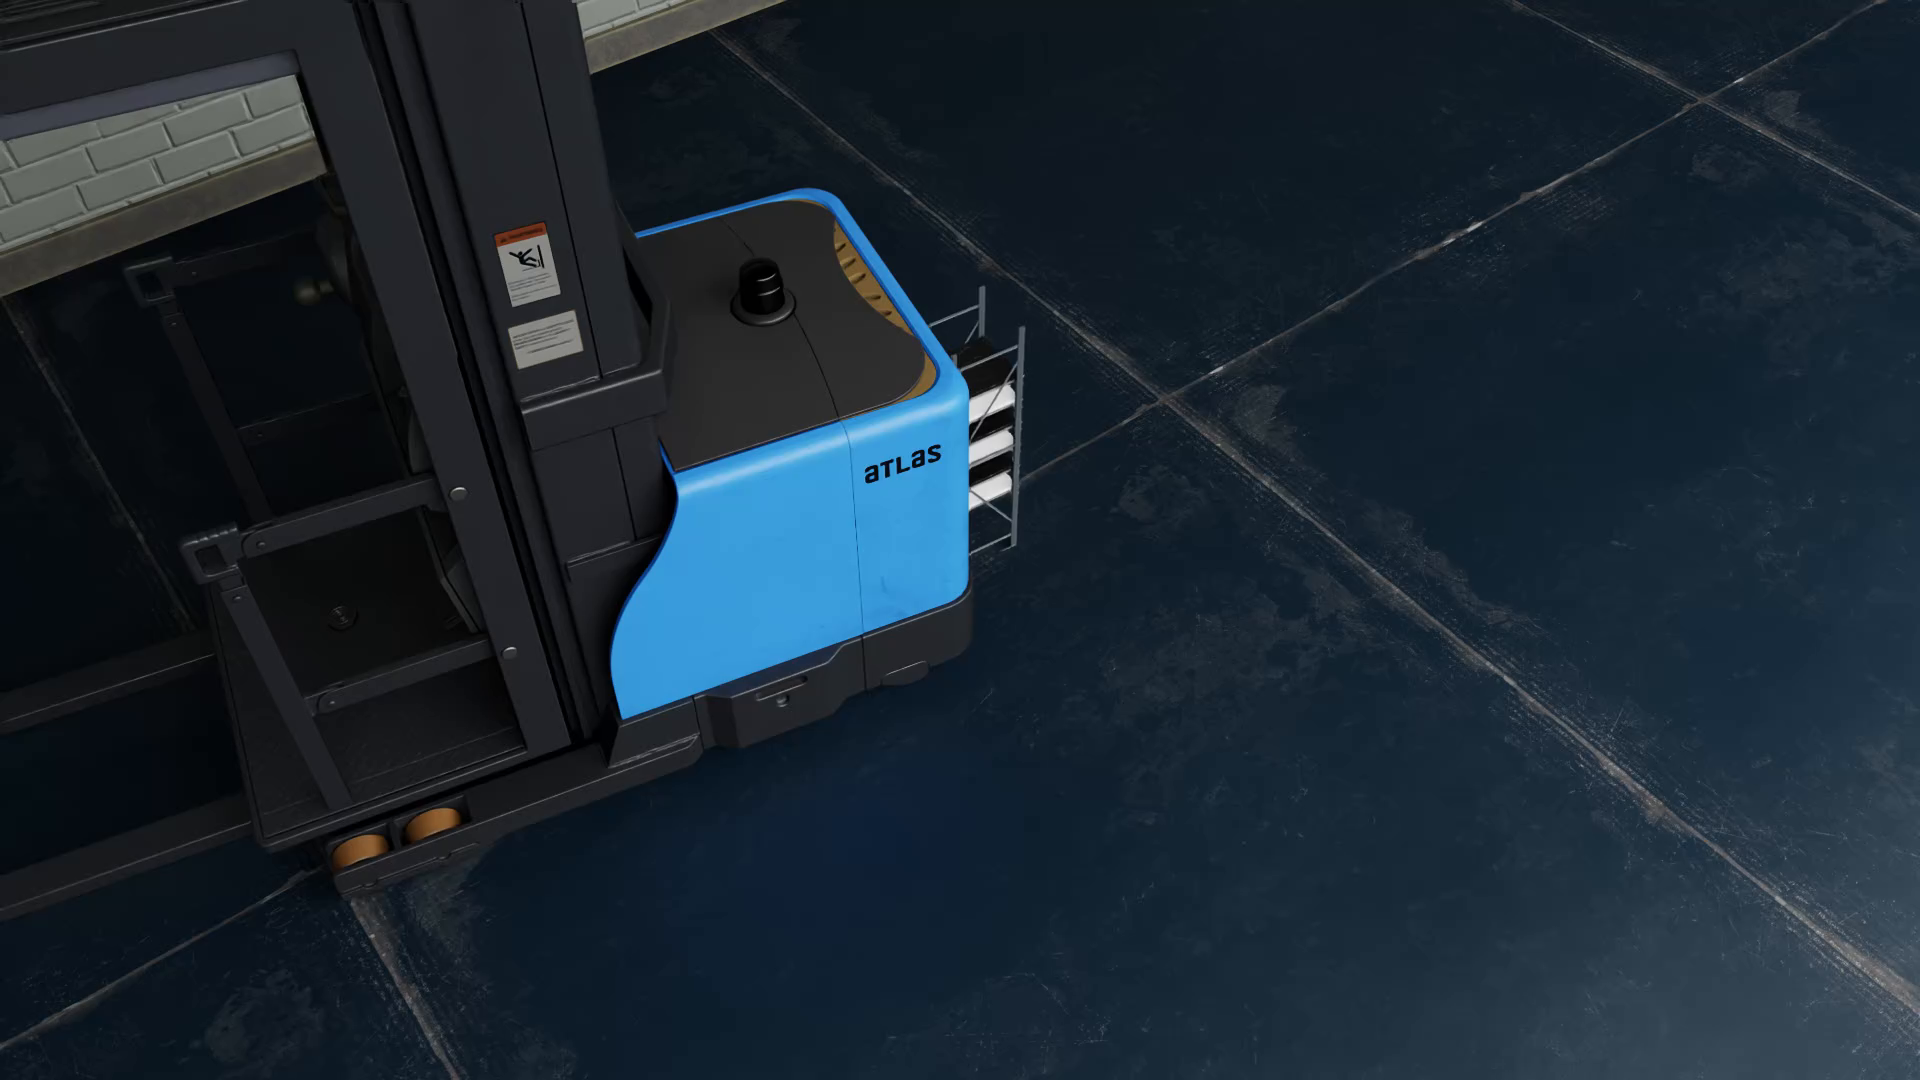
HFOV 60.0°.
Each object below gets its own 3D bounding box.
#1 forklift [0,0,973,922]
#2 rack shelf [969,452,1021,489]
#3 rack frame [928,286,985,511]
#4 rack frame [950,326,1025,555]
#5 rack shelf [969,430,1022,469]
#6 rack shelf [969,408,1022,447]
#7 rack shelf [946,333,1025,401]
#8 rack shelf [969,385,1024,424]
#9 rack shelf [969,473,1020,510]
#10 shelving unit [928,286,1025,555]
[{"bbox_3d":[-1.521,-0.500,3.725,3.031,2.935,1.130,-19,51,-17],"label":"forklift"},{"bbox_3d":[0.021,-0.220,5.008,0.258,0.077,0.200,-25,53,-21],"label":"rack shelf"},{"bbox_3d":[-0.033,-0.367,4.974,0.240,0.900,0.006,-25,53,-21],"label":"rack frame"},{"bbox_3d":[0.075,-0.239,4.859,0.240,0.900,0.006,-25,53,-21],"label":"rack frame"},{"bbox_3d":[0.021,-0.281,4.942,0.258,0.077,0.200,-25,53,-21],"label":"rack shelf"},{"bbox_3d":[0.021,-0.341,4.875,0.258,0.077,0.200,-25,53,-21],"label":"rack shelf"},{"bbox_3d":[0.021,-0.461,4.741,0.258,0.077,0.200,-25,53,-21],"label":"rack shelf"},{"bbox_3d":[0.021,-0.401,4.808,0.258,0.077,0.200,-25,53,-21],"label":"rack shelf"},{"bbox_3d":[0.021,-0.160,5.075,0.258,0.077,0.200,-25,53,-21],"label":"rack shelf"},{"bbox_3d":[0.021,-0.303,4.917,0.258,0.900,0.210,-25,53,-21],"label":"shelving unit"}]
